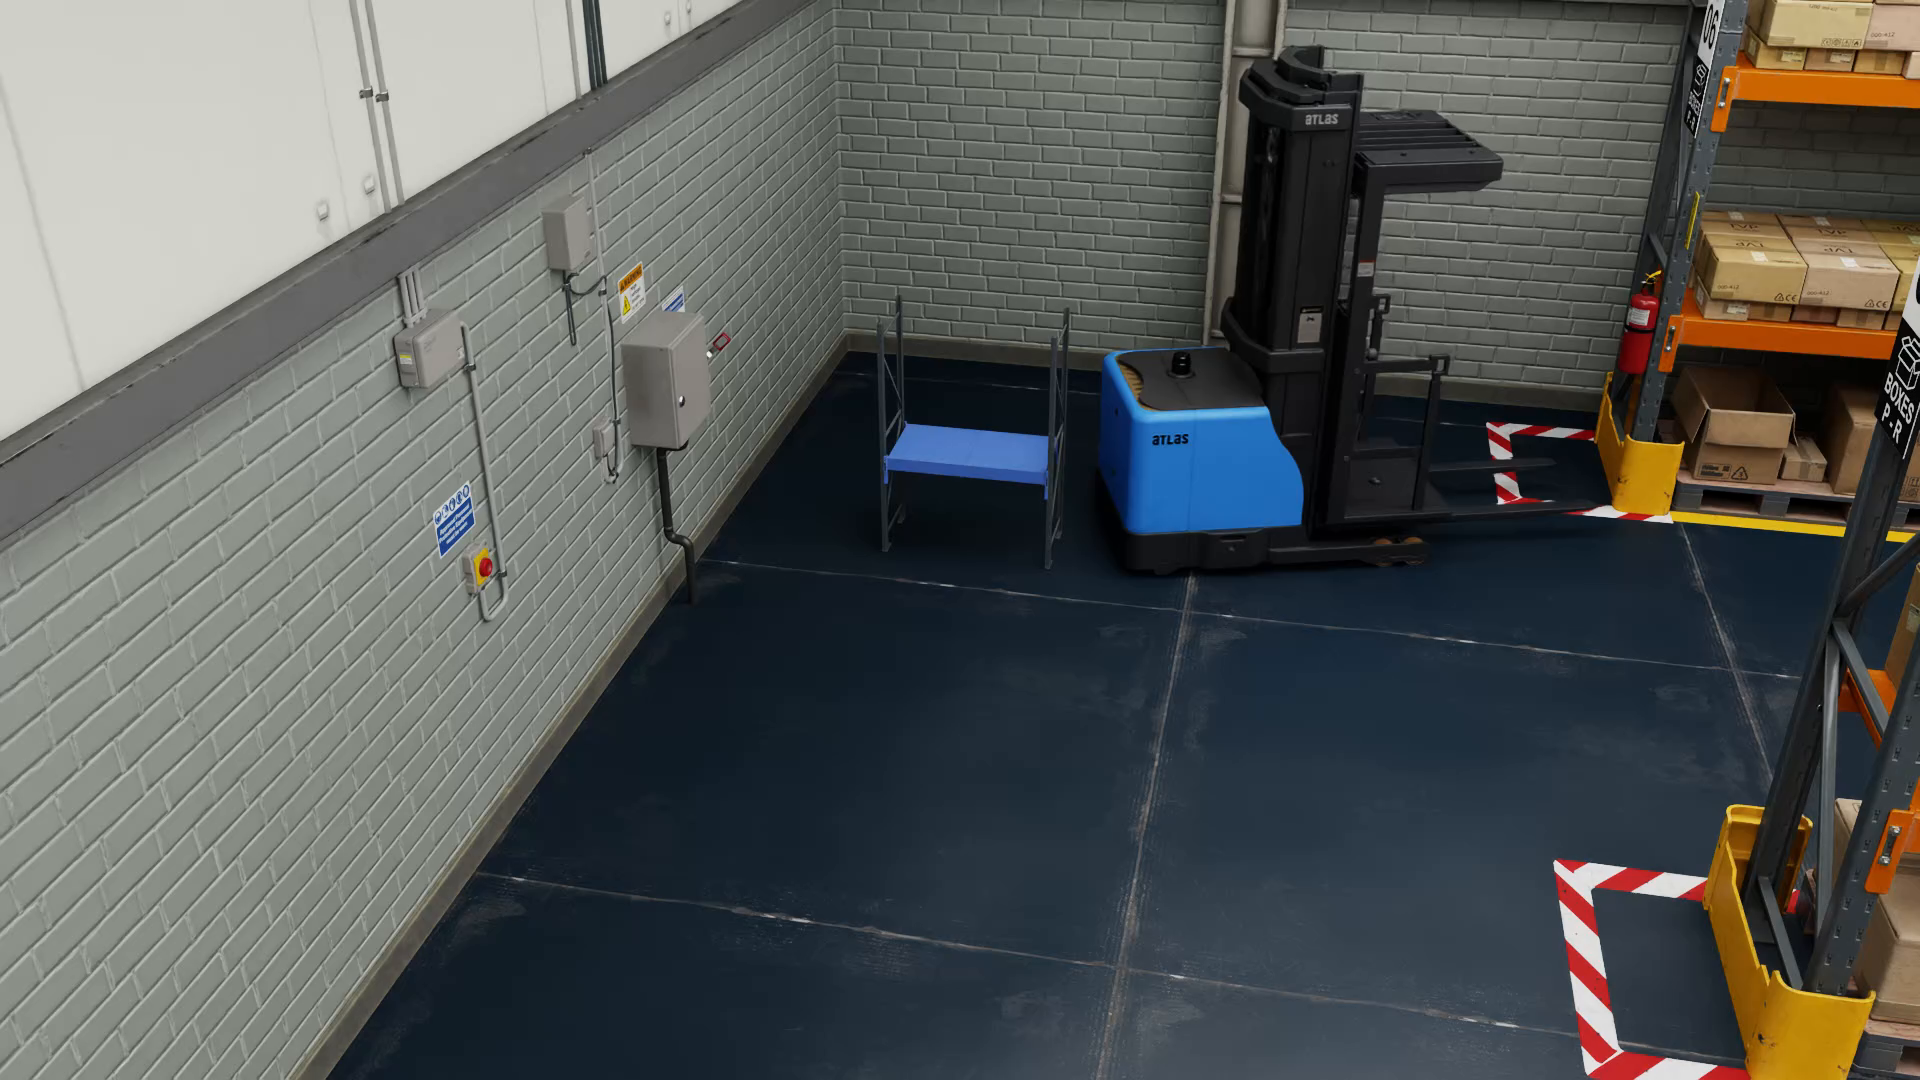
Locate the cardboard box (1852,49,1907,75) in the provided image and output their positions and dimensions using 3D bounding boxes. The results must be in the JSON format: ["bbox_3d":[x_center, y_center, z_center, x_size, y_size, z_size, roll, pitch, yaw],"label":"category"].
[{"bbox_3d":[5.215,-2.781,9.507,0.250,0.149,0.380,6,29,11],"label":"cardboard box"}]

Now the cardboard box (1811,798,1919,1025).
[{"bbox_3d":[4.077,1.525,6.733,0.875,0.438,0.875,5,29,9],"label":"cardboard box"}]

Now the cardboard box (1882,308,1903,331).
[{"bbox_3d":[5.725,-1.401,10.109,0.250,0.149,0.380,6,29,11],"label":"cardboard box"}]

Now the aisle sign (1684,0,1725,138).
[{"bbox_3d":[4.315,-2.774,9.648,0.004,0.787,0.394,6,29,11],"label":"aisle sign"}]

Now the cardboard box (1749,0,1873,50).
[{"bbox_3d":[4.820,-2.972,9.441,0.500,0.250,0.500,6,29,10],"label":"cardboard box"}]

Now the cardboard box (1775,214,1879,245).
[{"bbox_3d":[5.452,-1.856,10.525,0.500,0.250,0.500,6,29,11],"label":"cardboard box"}]

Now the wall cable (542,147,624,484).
[{"bbox_3d":[-1.824,-1.101,8.241,0.122,1.984,0.588,6,29,11],"label":"wall cable"}]

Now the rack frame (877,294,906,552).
[{"bbox_3d":[-0.414,-0.700,10.129,0.032,1.500,0.500,6,29,11],"label":"rack frame"}]

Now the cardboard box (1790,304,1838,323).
[{"bbox_3d":[5.230,-1.479,10.252,0.250,0.149,0.380,5,29,10],"label":"cardboard box"}]

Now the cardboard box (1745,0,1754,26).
[{"bbox_3d":[4.935,-3.228,9.908,0.500,0.250,0.500,5,29,10],"label":"cardboard box"}]

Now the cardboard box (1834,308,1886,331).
[{"bbox_3d":[5.464,-1.425,10.153,0.250,0.149,0.380,7,29,12],"label":"cardboard box"}]

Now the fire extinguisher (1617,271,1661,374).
[{"bbox_3d":[4.203,-1.365,10.251,0.183,0.674,0.296,6,29,11],"label":"fire extinguisher"}]

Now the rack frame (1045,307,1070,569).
[{"bbox_3d":[0.581,-0.598,9.943,0.032,1.500,0.500,6,29,11],"label":"rack frame"}]

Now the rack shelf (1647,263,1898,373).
[{"bbox_3d":[6.399,-1.249,10.318,4.000,0.370,1.077,6,29,11],"label":"rack shelf"}]

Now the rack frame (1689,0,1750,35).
[{"bbox_3d":[4.443,-4.396,9.071,0.127,3.000,1.000,6,29,11],"label":"rack frame"}]

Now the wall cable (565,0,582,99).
[{"bbox_3d":[-2.052,-2.856,6.258,0.029,3.000,2.355,6,29,11],"label":"wall cable"}]

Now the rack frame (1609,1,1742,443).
[{"bbox_3d":[4.443,-1.765,10.512,0.127,3.000,1.000,6,29,11],"label":"rack frame"}]

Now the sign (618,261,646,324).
[{"bbox_3d":[-1.742,-1.317,8.834,0.001,0.242,0.339,6,29,11],"label":"sign"}]

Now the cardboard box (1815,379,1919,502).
[{"bbox_3d":[5.849,-0.643,10.628,0.500,0.500,0.700,7,29,13],"label":"cardboard box"}]

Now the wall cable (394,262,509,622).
[{"bbox_3d":[-2.109,-0.447,7.015,0.123,1.953,0.585,6,29,11],"label":"wall cable"}]

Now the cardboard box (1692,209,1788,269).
[{"bbox_3d":[4.948,-1.908,10.620,0.500,0.250,0.500,7,29,12],"label":"cardboard box"}]

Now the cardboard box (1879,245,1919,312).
[{"bbox_3d":[5.820,-1.558,9.980,0.500,0.250,0.500,5,29,10],"label":"cardboard box"}]

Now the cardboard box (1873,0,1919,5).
[{"bbox_3d":[5.318,-3.142,9.230,0.500,0.250,0.500,6,29,10],"label":"cardboard box"}]

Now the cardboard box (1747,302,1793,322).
[{"bbox_3d":[4.966,-1.489,10.270,0.250,0.149,0.380,7,29,12],"label":"cardboard box"}]

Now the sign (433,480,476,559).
[{"bbox_3d":[-2.179,-0.090,7.171,0.001,0.218,0.327,6,29,11],"label":"sign"}]

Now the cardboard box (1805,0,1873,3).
[{"bbox_3d":[4.825,-3.202,9.340,0.500,0.250,0.500,6,29,10],"label":"cardboard box"}]

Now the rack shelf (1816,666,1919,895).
[{"bbox_3d":[5.366,1.083,6.060,4.000,0.370,1.077,6,29,11],"label":"rack shelf"}]

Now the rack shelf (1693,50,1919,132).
[{"bbox_3d":[6.399,-2.564,9.598,4.000,0.370,1.077,6,29,11],"label":"rack shelf"}]

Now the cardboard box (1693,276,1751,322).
[{"bbox_3d":[4.707,-1.493,10.277,0.250,0.149,0.380,6,29,10],"label":"cardboard box"}]

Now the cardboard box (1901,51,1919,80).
[{"bbox_3d":[5.438,-2.708,9.373,0.250,0.149,0.380,6,29,12],"label":"cardboard box"}]

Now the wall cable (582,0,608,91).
[{"bbox_3d":[-1.433,-4.177,8.631,0.133,3.039,2.988,6,29,11],"label":"wall cable"}]

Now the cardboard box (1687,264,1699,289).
[{"bbox_3d":[4.823,-1.747,10.742,0.250,0.149,0.380,6,29,10],"label":"cardboard box"}]

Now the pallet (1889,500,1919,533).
[{"bbox_3d":[6.487,-0.331,10.797,1.213,0.211,1.003,6,29,11],"label":"pallet"}]

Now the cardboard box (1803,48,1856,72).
[{"bbox_3d":[4.968,-2.815,9.569,0.250,0.149,0.380,6,29,11],"label":"cardboard box"}]

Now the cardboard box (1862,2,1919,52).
[{"bbox_3d":[5.321,-2.931,9.365,0.500,0.250,0.500,6,29,12],"label":"cardboard box"}]

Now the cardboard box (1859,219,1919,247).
[{"bbox_3d":[5.936,-1.804,10.430,0.500,0.250,0.500,7,29,12],"label":"cardboard box"}]

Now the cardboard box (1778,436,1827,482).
[{"bbox_3d":[5.429,-0.532,10.791,0.250,0.149,0.380,5,29,9],"label":"cardboard box"}]

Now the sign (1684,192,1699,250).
[{"bbox_3d":[4.330,-1.890,9.839,0.005,0.325,0.100,6,29,11],"label":"sign"}]

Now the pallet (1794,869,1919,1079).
[{"bbox_3d":[4.208,1.833,6.844,1.213,0.211,1.003,6,29,11],"label":"pallet"}]

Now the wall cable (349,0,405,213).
[{"bbox_3d":[-2.211,-2.503,5.613,0.029,3.000,0.463,6,29,11],"label":"wall cable"}]

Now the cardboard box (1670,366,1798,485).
[{"bbox_3d":[5.021,-0.748,10.817,0.637,0.503,0.797,5,29,9],"label":"cardboard box"}]

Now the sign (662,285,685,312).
[{"bbox_3d":[-1.627,-1.171,9.526,0.001,0.494,0.329,6,29,11],"label":"sign"}]

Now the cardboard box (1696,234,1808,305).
[{"bbox_3d":[4.831,-1.657,10.162,0.500,0.250,0.500,6,29,11],"label":"cardboard box"}]

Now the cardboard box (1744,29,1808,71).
[{"bbox_3d":[4.706,-2.829,9.594,0.250,0.149,0.380,6,29,12],"label":"cardboard box"}]

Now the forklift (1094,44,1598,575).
[{"bbox_3d":[2.424,-1.372,9.866,3.031,2.935,1.130,-3,29,-6],"label":"forklift"}]

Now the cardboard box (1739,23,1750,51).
[{"bbox_3d":[4.804,-3.047,9.992,0.250,0.149,0.380,7,29,12],"label":"cardboard box"}]

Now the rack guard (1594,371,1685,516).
[{"bbox_3d":[4.517,-0.661,11.098,0.348,0.500,1.175,6,29,11],"label":"rack guard"}]

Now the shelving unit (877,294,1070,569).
[{"bbox_3d":[0.083,-0.649,10.036,1.048,1.500,0.538,6,29,11],"label":"shelving unit"}]

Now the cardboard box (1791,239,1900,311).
[{"bbox_3d":[5.324,-1.607,10.070,0.500,0.250,0.500,6,29,11],"label":"cardboard box"}]

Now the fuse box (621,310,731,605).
[{"bbox_3d":[-1.528,-0.395,9.351,0.414,1.711,0.539,6,29,11],"label":"fuse box"}]

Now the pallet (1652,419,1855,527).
[{"bbox_3d":[5.297,-0.454,11.023,1.213,0.211,1.003,6,29,11],"label":"pallet"}]

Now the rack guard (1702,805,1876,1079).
[{"bbox_3d":[3.387,1.661,6.858,0.348,0.500,1.175,6,29,11],"label":"rack guard"}]

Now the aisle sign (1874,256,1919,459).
[{"bbox_3d":[3.405,-0.726,5.908,0.004,0.787,0.394,6,29,11],"label":"aisle sign"}]

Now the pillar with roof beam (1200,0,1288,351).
[{"bbox_3d":[1.095,-3.068,6.646,0.400,9.000,9.100,6,29,11],"label":"pillar with roof beam"}]

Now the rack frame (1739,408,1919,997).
[{"bbox_3d":[3.410,0.567,6.253,0.127,3.000,1.000,6,29,11],"label":"rack frame"}]

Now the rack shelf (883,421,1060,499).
[{"bbox_3d":[0.083,-0.492,10.123,1.000,0.185,0.538,6,29,11],"label":"rack shelf"}]

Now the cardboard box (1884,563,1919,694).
[{"bbox_3d":[3.937,0.447,6.368,0.500,0.500,0.500,6,29,11],"label":"cardboard box"}]
